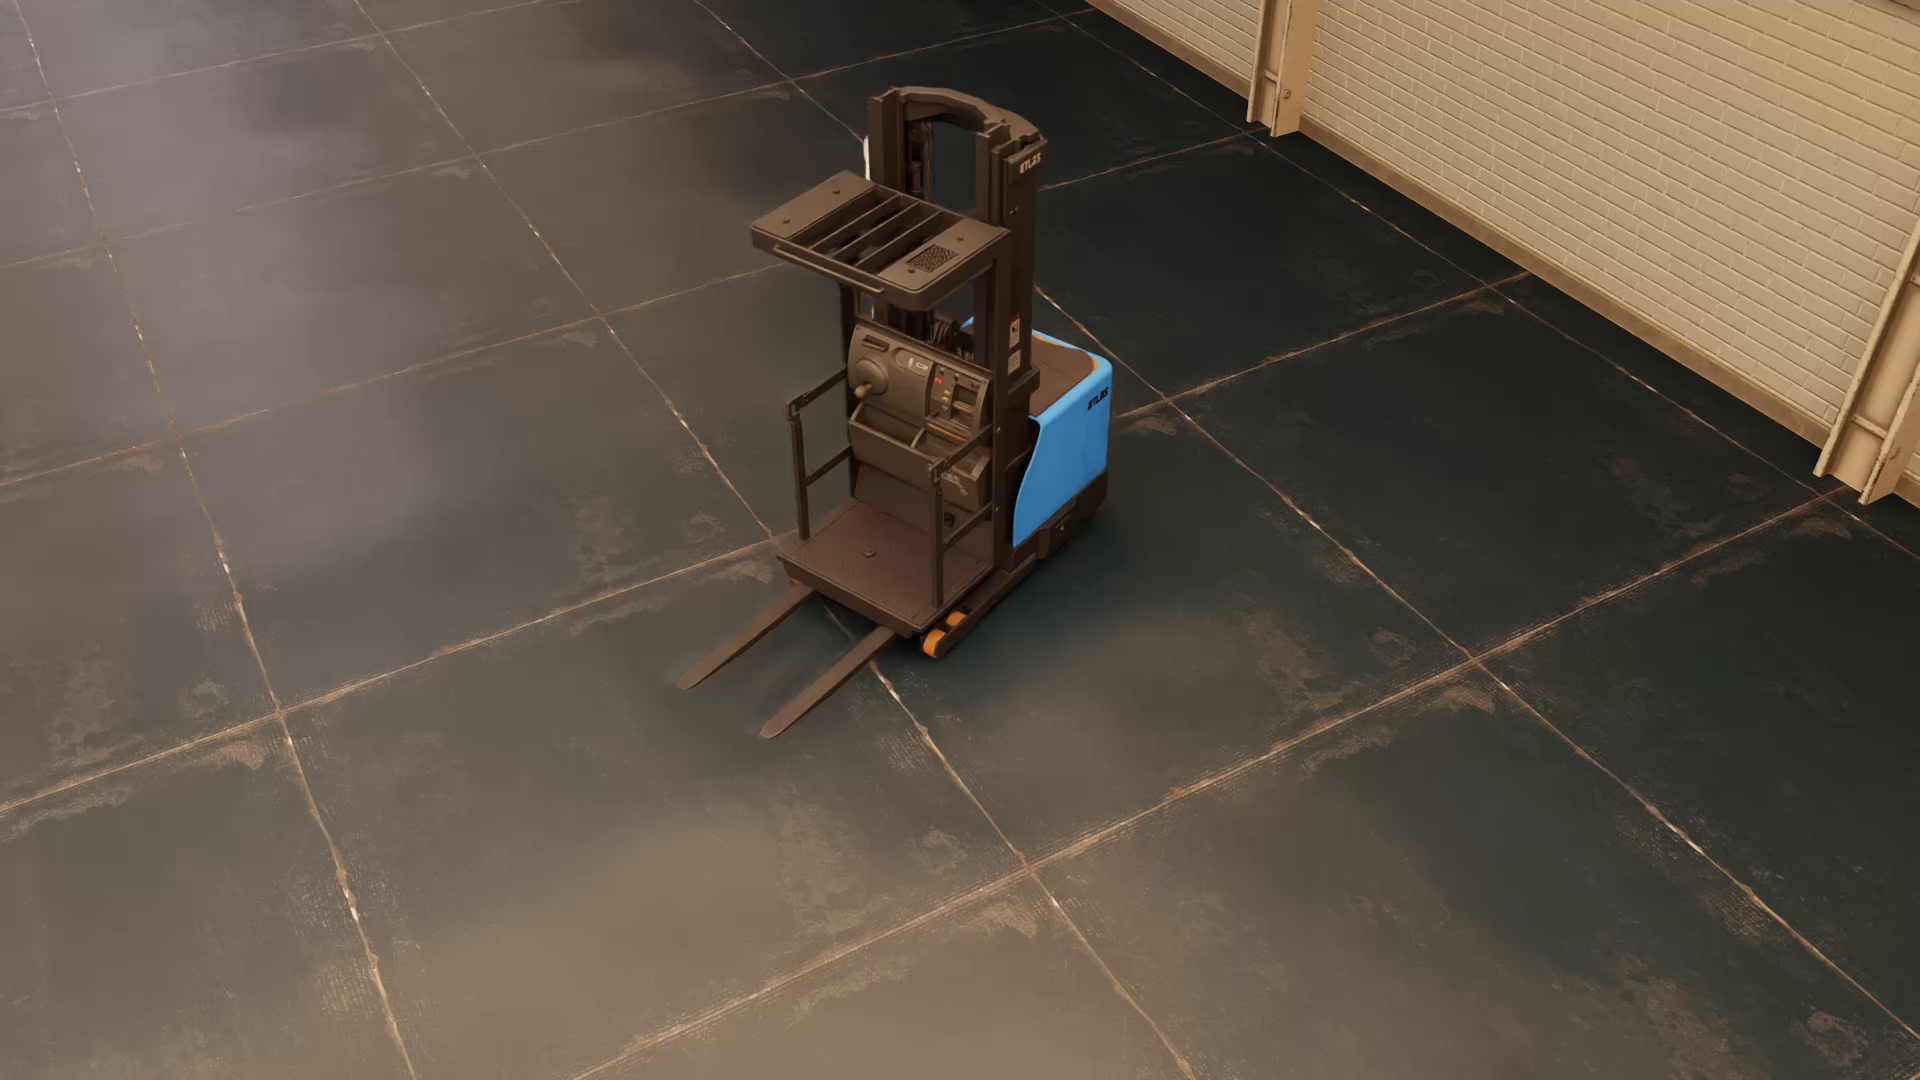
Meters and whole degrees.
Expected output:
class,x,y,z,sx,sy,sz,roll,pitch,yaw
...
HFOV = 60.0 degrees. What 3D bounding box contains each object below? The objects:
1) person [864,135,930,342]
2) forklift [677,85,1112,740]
class,x,y,z,sx,sy,sz,roll,pitch,yaw
person,-0.464,-2.232,11.621,0.403,1.760,0.755,-7,40,-8
forklift,-0.361,-0.809,9.012,1.130,2.935,3.031,26,46,28
